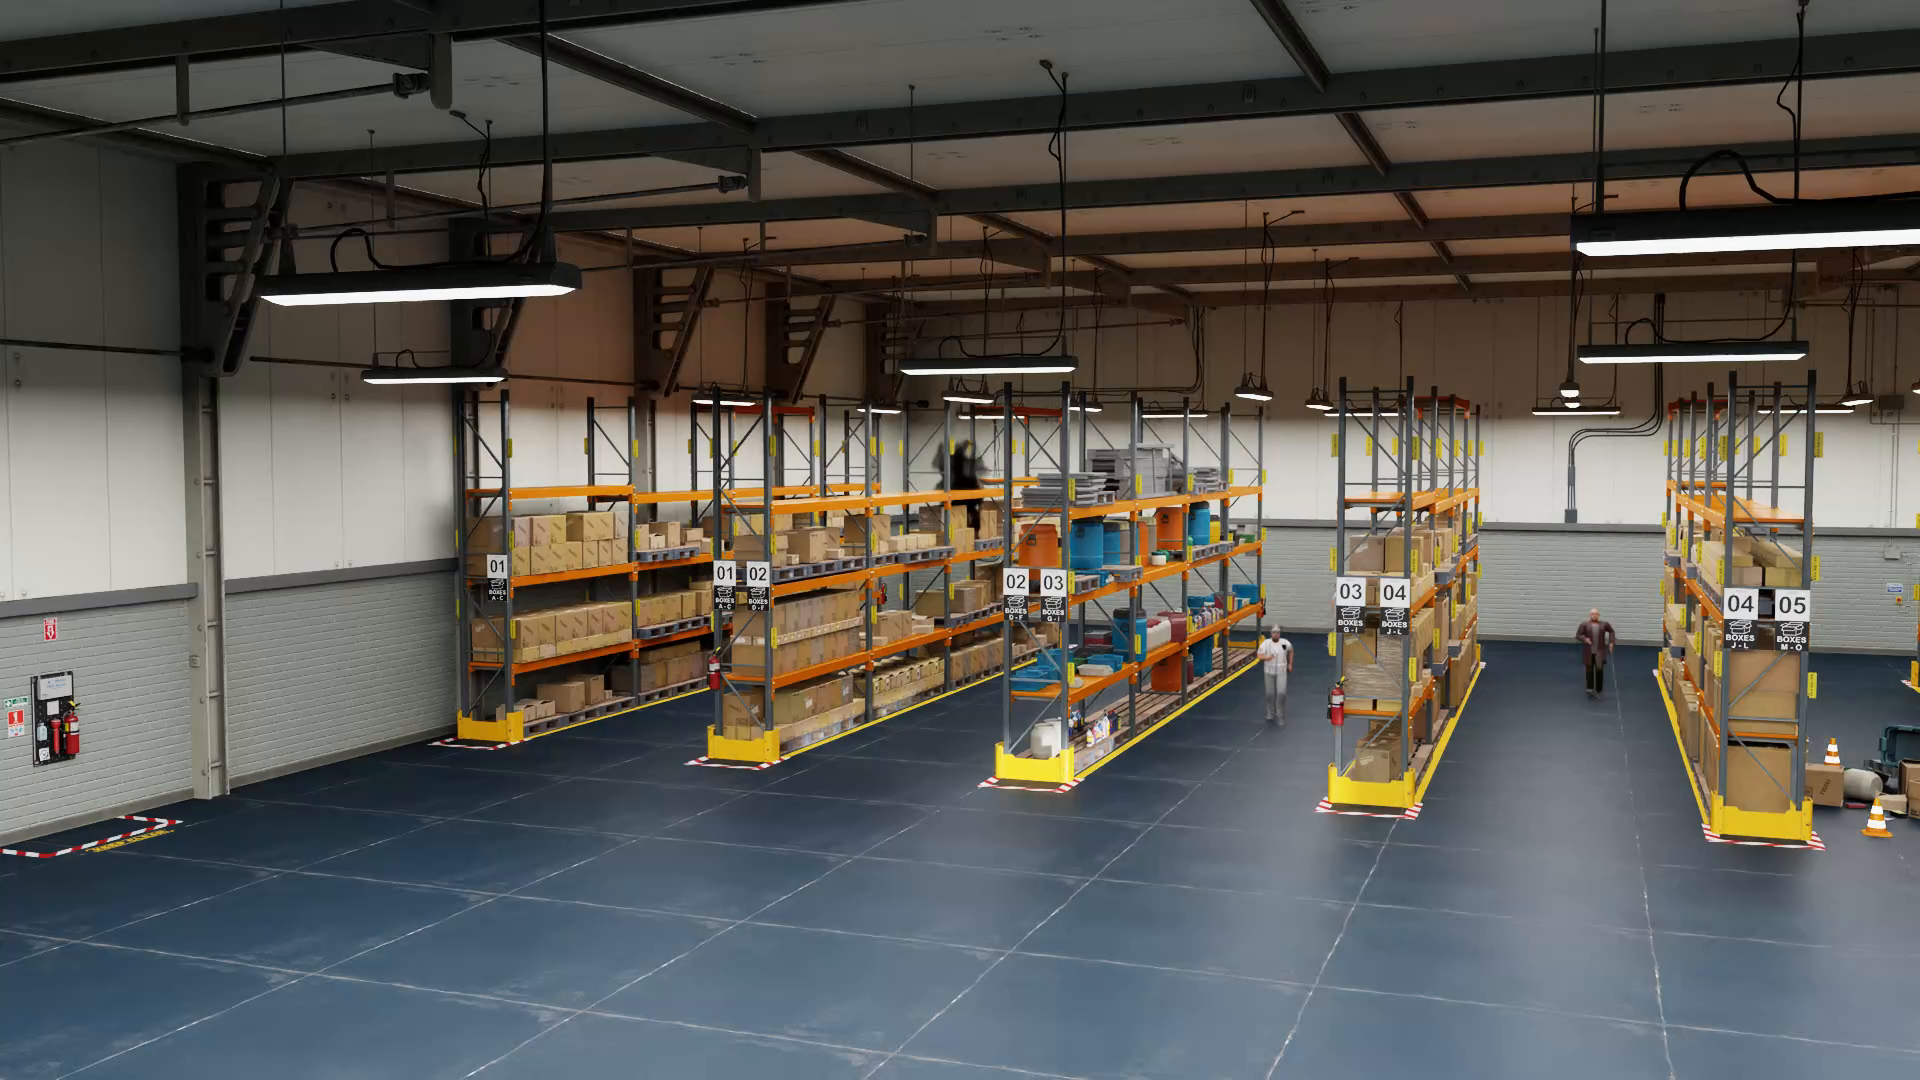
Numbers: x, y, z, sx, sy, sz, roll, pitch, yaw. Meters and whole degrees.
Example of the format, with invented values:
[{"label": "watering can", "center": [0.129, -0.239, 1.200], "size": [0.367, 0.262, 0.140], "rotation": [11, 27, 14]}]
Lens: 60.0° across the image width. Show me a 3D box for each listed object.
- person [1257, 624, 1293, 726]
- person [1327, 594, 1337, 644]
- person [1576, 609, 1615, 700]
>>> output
[{"label": "person", "center": [5.738, 2.457, 30.302], "size": [0.652, 1.852, 0.832], "rotation": [1, 3, 10]}, {"label": "person", "center": [9.485, 1.905, 41.231], "size": [0.793, 1.725, 0.541], "rotation": [3, 4, 39]}, {"label": "person", "center": [12.736, 2.302, 33.347], "size": [0.740, 1.858, 0.810], "rotation": [1, 3, 20]}]
